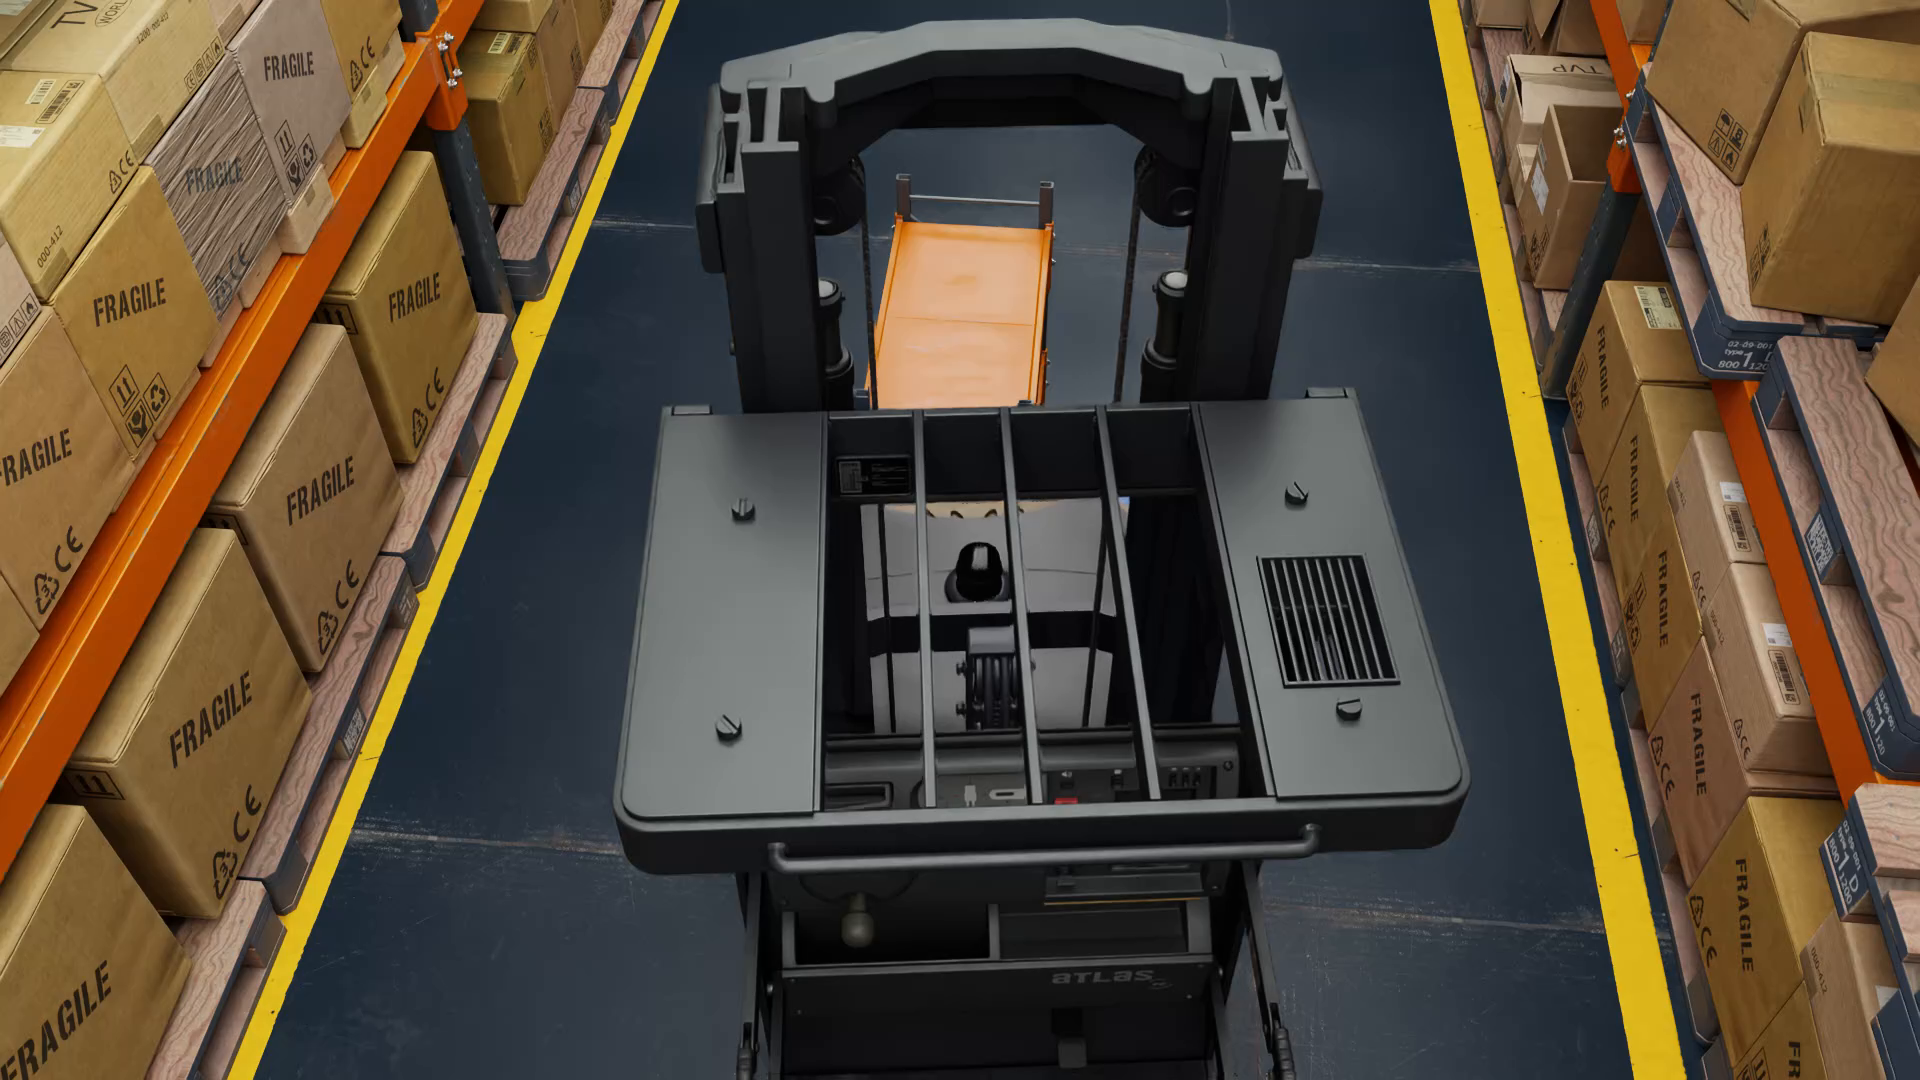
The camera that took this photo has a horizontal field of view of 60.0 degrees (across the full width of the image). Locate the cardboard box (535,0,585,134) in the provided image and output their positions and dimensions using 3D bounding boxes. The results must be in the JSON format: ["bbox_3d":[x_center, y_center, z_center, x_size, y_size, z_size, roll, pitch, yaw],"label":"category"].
[{"bbox_3d":[-2.028,-2.087,7.036,0.700,0.500,0.500,3,48,3],"label":"cardboard box"}]

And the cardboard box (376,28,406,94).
[{"bbox_3d":[-1.997,-1.532,5.275,0.380,0.149,0.250,4,48,4],"label":"cardboard box"}]

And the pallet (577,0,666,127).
[{"bbox_3d":[-1.992,-2.389,7.792,1.003,0.211,1.213,4,48,4],"label":"pallet"}]

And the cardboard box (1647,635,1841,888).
[{"bbox_3d":[2.262,0.618,4.548,0.500,0.500,0.500,2,48,2],"label":"cardboard box"}]

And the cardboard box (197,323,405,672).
[{"bbox_3d":[-2.256,-0.154,5.030,0.750,0.750,0.750,5,48,5],"label":"cardboard box"}]

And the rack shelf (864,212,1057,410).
[{"bbox_3d":[0.001,-0.582,5.123,0.538,0.278,1.000,4,48,4],"label":"rack shelf"}]

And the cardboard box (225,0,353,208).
[{"bbox_3d":[-2.075,-1.287,4.611,0.500,0.500,0.500,4,48,4],"label":"cardboard box"}]

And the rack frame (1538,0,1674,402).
[{"bbox_3d":[2.686,-1.547,5.132,1.000,3.000,0.127,4,48,4],"label":"rack frame"}]

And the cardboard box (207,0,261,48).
[{"bbox_3d":[-2.092,-1.536,4.331,0.500,0.250,0.500,5,48,4],"label":"cardboard box"}]

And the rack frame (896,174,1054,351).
[{"bbox_3d":[0.047,-0.758,5.681,0.500,1.125,0.032,4,48,4],"label":"rack frame"}]

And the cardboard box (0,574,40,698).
[{"bbox_3d":[-2.256,0.197,3.254,0.500,0.500,0.500,5,48,5],"label":"cardboard box"}]

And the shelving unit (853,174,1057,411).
[{"bbox_3d":[0.001,-0.385,5.339,0.538,1.125,1.048,4,48,4],"label":"shelving unit"}]

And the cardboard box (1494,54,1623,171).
[{"bbox_3d":[2.523,-1.777,6.867,0.500,0.311,0.500,4,48,4],"label":"cardboard box"}]

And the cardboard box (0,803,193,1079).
[{"bbox_3d":[-2.415,1.114,3.871,0.750,0.750,0.750,3,48,3],"label":"cardboard box"}]

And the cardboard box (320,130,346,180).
[{"bbox_3d":[-2.065,-1.158,4.933,0.380,0.149,0.250,5,48,5],"label":"cardboard box"}]

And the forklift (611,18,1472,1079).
[{"bbox_3d":[0.090,0.695,3.128,1.130,2.935,3.031,-2,48,-2],"label":"forklift"}]

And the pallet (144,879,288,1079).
[{"bbox_3d":[-2.465,1.429,4.300,1.003,0.211,1.213,4,48,4],"label":"pallet"}]

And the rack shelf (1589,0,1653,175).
[{"bbox_3d":[2.868,-2.774,6.742,1.077,0.370,4.000,4,48,4],"label":"rack shelf"}]

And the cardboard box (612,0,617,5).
[{"bbox_3d":[-1.938,-2.857,7.739,0.700,0.500,0.500,2,48,2],"label":"cardboard box"}]

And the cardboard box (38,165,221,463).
[{"bbox_3d":[-2.170,-0.551,3.938,0.500,0.500,0.500,5,48,5],"label":"cardboard box"}]

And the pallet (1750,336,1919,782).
[{"bbox_3d":[2.494,0.028,3.822,1.003,0.211,1.213,4,48,4],"label":"pallet"}]

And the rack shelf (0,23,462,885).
[{"bbox_3d":[-2.430,-0.165,4.356,1.077,0.370,4.000,4,48,4],"label":"rack shelf"}]

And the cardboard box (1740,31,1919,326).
[{"bbox_3d":[2.420,-0.880,4.170,0.700,0.500,0.500,11,48,10],"label":"cardboard box"}]

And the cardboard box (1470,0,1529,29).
[{"bbox_3d":[2.627,-2.592,7.653,0.500,0.250,0.500,4,48,4],"label":"cardboard box"}]

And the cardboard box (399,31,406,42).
[{"bbox_3d":[-2.289,-1.844,6.374,0.380,0.149,0.250,4,48,3],"label":"cardboard box"}]

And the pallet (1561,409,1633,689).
[{"bbox_3d":[2.649,-0.006,5.612,1.003,0.211,1.213,4,48,4],"label":"pallet"}]

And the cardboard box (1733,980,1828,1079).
[{"bbox_3d":[2.173,1.384,3.847,0.500,0.500,0.500,6,48,5],"label":"cardboard box"}]

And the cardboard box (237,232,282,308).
[{"bbox_3d":[-2.119,-0.784,4.591,0.380,0.149,0.250,4,48,4],"label":"cardboard box"}]

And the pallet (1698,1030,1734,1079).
[{"bbox_3d":[2.427,1.787,3.972,1.003,0.211,1.213,4,48,4],"label":"pallet"}]

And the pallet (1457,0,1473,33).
[{"bbox_3d":[2.972,-2.904,8.263,1.003,0.211,1.213,4,48,4],"label":"pallet"}]

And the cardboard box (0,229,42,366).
[{"bbox_3d":[-2.224,-0.411,3.302,0.500,0.250,0.500,4,48,4],"label":"cardboard box"}]

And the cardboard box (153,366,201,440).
[{"bbox_3d":[-2.192,-0.407,4.246,0.380,0.149,0.250,5,48,5],"label":"cardboard box"}]

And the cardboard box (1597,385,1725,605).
[{"bbox_3d":[2.361,-0.120,5.223,0.500,0.500,0.500,4,48,4],"label":"cardboard box"}]

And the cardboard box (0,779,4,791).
[{"bbox_3d":[-2.212,0.539,3.381,0.380,0.149,0.250,5,48,5],"label":"cardboard box"}]

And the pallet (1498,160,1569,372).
[{"bbox_3d":[2.749,-1.111,6.623,1.003,0.211,1.213,4,48,4],"label":"pallet"}]

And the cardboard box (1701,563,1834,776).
[{"bbox_3d":[2.263,0.337,4.296,0.500,0.250,0.500,3,48,3],"label":"cardboard box"}]

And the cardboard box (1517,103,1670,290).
[{"bbox_3d":[2.455,-1.290,6.293,0.500,0.500,0.500,4,48,4],"label":"cardboard box"}]
